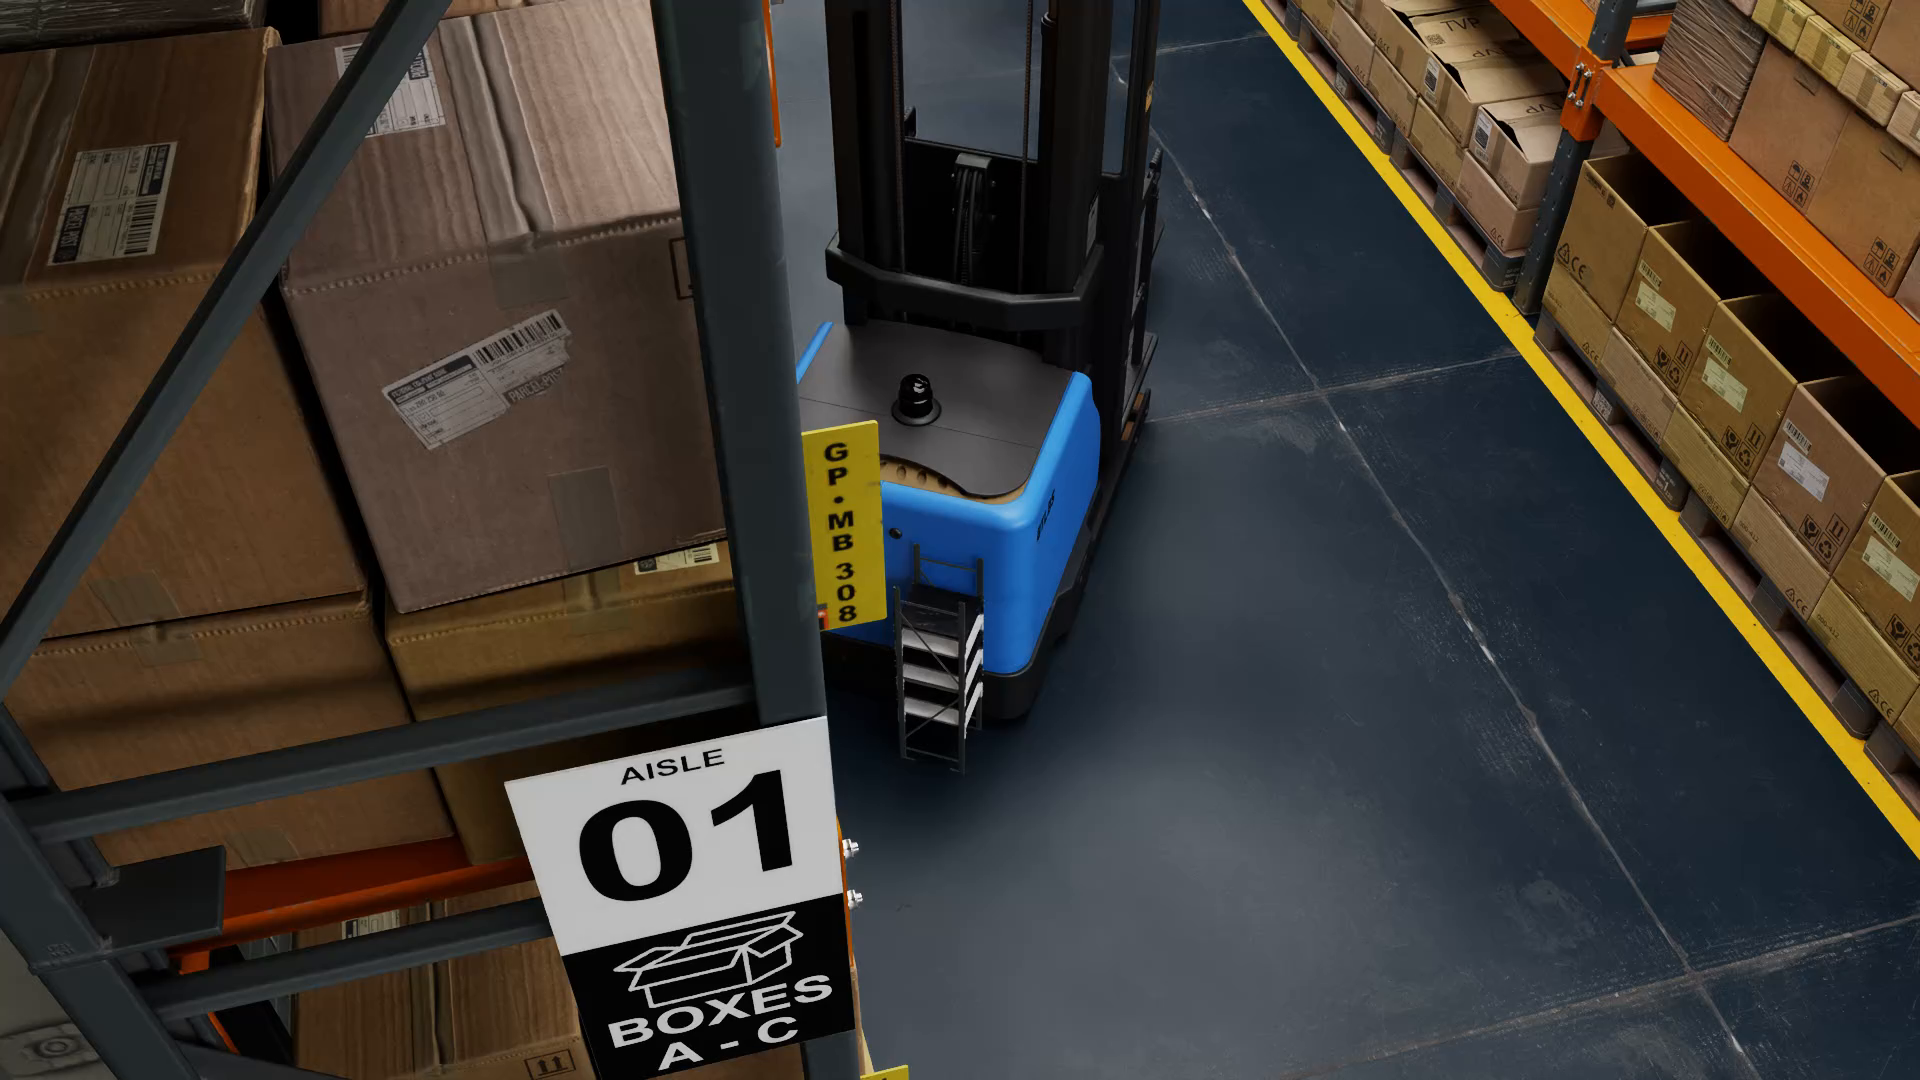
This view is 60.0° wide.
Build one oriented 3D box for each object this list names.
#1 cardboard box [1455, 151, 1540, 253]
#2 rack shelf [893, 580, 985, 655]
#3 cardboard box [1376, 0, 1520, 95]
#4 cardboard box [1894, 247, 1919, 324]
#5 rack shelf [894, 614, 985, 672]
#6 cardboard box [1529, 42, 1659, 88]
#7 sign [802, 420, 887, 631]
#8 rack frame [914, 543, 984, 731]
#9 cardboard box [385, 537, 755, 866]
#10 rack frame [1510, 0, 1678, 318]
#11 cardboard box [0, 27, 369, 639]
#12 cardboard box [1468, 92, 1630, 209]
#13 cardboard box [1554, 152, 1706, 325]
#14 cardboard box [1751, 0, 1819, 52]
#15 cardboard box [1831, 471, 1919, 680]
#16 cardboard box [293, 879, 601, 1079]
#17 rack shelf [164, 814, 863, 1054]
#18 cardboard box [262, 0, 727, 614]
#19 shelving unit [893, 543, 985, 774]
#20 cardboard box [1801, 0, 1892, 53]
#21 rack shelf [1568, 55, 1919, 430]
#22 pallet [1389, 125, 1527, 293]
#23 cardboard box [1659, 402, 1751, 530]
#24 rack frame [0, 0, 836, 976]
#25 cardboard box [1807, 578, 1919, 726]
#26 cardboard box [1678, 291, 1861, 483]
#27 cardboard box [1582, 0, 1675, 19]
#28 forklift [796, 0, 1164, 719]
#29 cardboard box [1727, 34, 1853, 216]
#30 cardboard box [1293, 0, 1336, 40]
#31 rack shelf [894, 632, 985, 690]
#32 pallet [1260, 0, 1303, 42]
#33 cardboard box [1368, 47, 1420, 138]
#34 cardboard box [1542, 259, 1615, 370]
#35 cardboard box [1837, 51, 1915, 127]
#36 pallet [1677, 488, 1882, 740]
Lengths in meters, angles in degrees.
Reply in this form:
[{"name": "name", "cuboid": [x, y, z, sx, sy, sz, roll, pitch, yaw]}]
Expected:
[{"name": "cardboard box", "cuboid": [2.713, -1.642, 7.890, 0.500, 0.250, 0.500, -11, 47, -11]}, {"name": "rack shelf", "cuboid": [-0.068, 0.256, 5.537, 0.258, 0.077, 0.200, 13, 47, 12]}, {"name": "cardboard box", "cuboid": [2.454, -2.535, 8.372, 0.500, 0.311, 0.500, -11, 47, -10]}, {"name": "cardboard box", "cuboid": [3.617, -0.890, 5.452, 0.700, 0.500, 0.500, -9, 46, -9]}, {"name": "rack shelf", "cuboid": [-0.068, 0.319, 5.601, 0.258, 0.077, 0.200, 13, 47, 12]}, {"name": "cardboard box", "cuboid": [3.111, -2.282, 8.125, 0.500, 0.311, 0.500, -11, 47, -11]}, {"name": "sign", "cuboid": [-0.140, -0.009, 1.946, 0.100, 0.325, 0.005, -11, 47, -10]}, {"name": "rack frame", "cuboid": [-0.037, 0.353, 5.774, 0.240, 0.900, 0.006, 13, 47, 12]}, {"name": "cardboard box", "cuboid": [-0.508, 0.078, 2.389, 0.500, 0.500, 0.500, -10, 46, -9]}, {"name": "rack frame", "cuboid": [3.099, -2.224, 6.829, 1.000, 3.000, 0.127, -11, 47, -10]}, {"name": "cardboard box", "cuboid": [-1.027, -0.245, 2.006, 0.500, 0.500, 0.500, -9, 46, -9]}, {"name": "cardboard box", "cuboid": [2.719, -1.832, 7.683, 0.500, 0.311, 0.500, -11, 47, -10]}, {"name": "cardboard box", "cuboid": [2.916, -1.293, 7.023, 0.500, 0.500, 0.500, -11, 47, -10]}, {"name": "cardboard box", "cuboid": [3.113, -1.914, 6.001, 0.380, 0.149, 0.250, -12, 47, -11]}, {"name": "cardboard box", "cuboid": [3.428, 0.087, 5.670, 0.500, 0.500, 0.500, -11, 47, -10]}, {"name": "cardboard box", "cuboid": [-0.990, 0.943, 3.292, 0.500, 0.500, 0.500, -11, 47, -11]}, {"name": "rack shelf", "cuboid": [-1.176, -0.733, 3.771, 1.077, 0.370, 4.000, -11, 47, -10]}, {"name": "cardboard box", "cuboid": [-0.528, -0.306, 2.065, 0.500, 0.500, 0.500, -14, 47, -13]}, {"name": "shelving unit", "cuboid": [-0.068, 0.422, 5.706, 0.258, 0.900, 0.210, 13, 47, 12]}, {"name": "cardboard box", "cuboid": [3.350, -2.059, 5.689, 0.700, 0.500, 0.500, -11, 47, -10]}, {"name": "rack shelf", "cuboid": [3.611, -0.591, 5.733, 1.077, 0.370, 4.000, -11, 47, -10]}, {"name": "pallet", "cuboid": [2.873, -1.749, 8.316, 1.003, 0.211, 1.213, -11, 47, -10]}, {"name": "cardboard box", "cuboid": [3.171, -0.340, 6.615, 0.500, 0.250, 0.500, -11, 47, -10]}, {"name": "rack frame", "cuboid": [-0.664, -0.654, 1.090, 1.000, 3.000, 0.127, -11, 47, -10]}, {"name": "cardboard box", "cuboid": [3.431, 0.349, 5.939, 0.500, 0.250, 0.500, -11, 47, -10]}, {"name": "cardboard box", "cuboid": [3.172, -0.603, 6.347, 0.500, 0.500, 0.500, -11, 47, -10]}, {"name": "cardboard box", "cuboid": [2.931, -2.503, 7.208, 0.500, 0.250, 0.500, -8, 46, -8]}, {"name": "forklift", "cuboid": [0.190, -1.451, 6.120, 1.130, 2.935, 3.031, 13, 47, 12]}, {"name": "cardboard box", "cuboid": [3.360, -1.590, 6.138, 0.700, 0.500, 0.500, -11, 47, -11]}, {"name": "cardboard box", "cuboid": [2.194, -3.050, 9.270, 0.500, 0.250, 0.500, -12, 47, -11]}, {"name": "rack shelf", "cuboid": [-0.068, 0.382, 5.666, 0.258, 0.077, 0.200, 13, 47, 12]}, {"name": "pallet", "cuboid": [2.248, -3.434, 9.967, 1.003, 0.211, 1.213, -11, 47, -10]}, {"name": "cardboard box", "cuboid": [2.454, -2.344, 8.578, 0.500, 0.250, 0.500, -10, 46, -9]}, {"name": "cardboard box", "cuboid": [2.925, -1.033, 7.293, 0.500, 0.250, 0.500, -11, 47, -10]}, {"name": "cardboard box", "cuboid": [3.244, -1.560, 5.654, 0.380, 0.149, 0.250, -12, 47, -12]}, {"name": "pallet", "cuboid": [3.578, 0.153, 6.452, 1.003, 0.211, 1.213, -11, 47, -10]}]
